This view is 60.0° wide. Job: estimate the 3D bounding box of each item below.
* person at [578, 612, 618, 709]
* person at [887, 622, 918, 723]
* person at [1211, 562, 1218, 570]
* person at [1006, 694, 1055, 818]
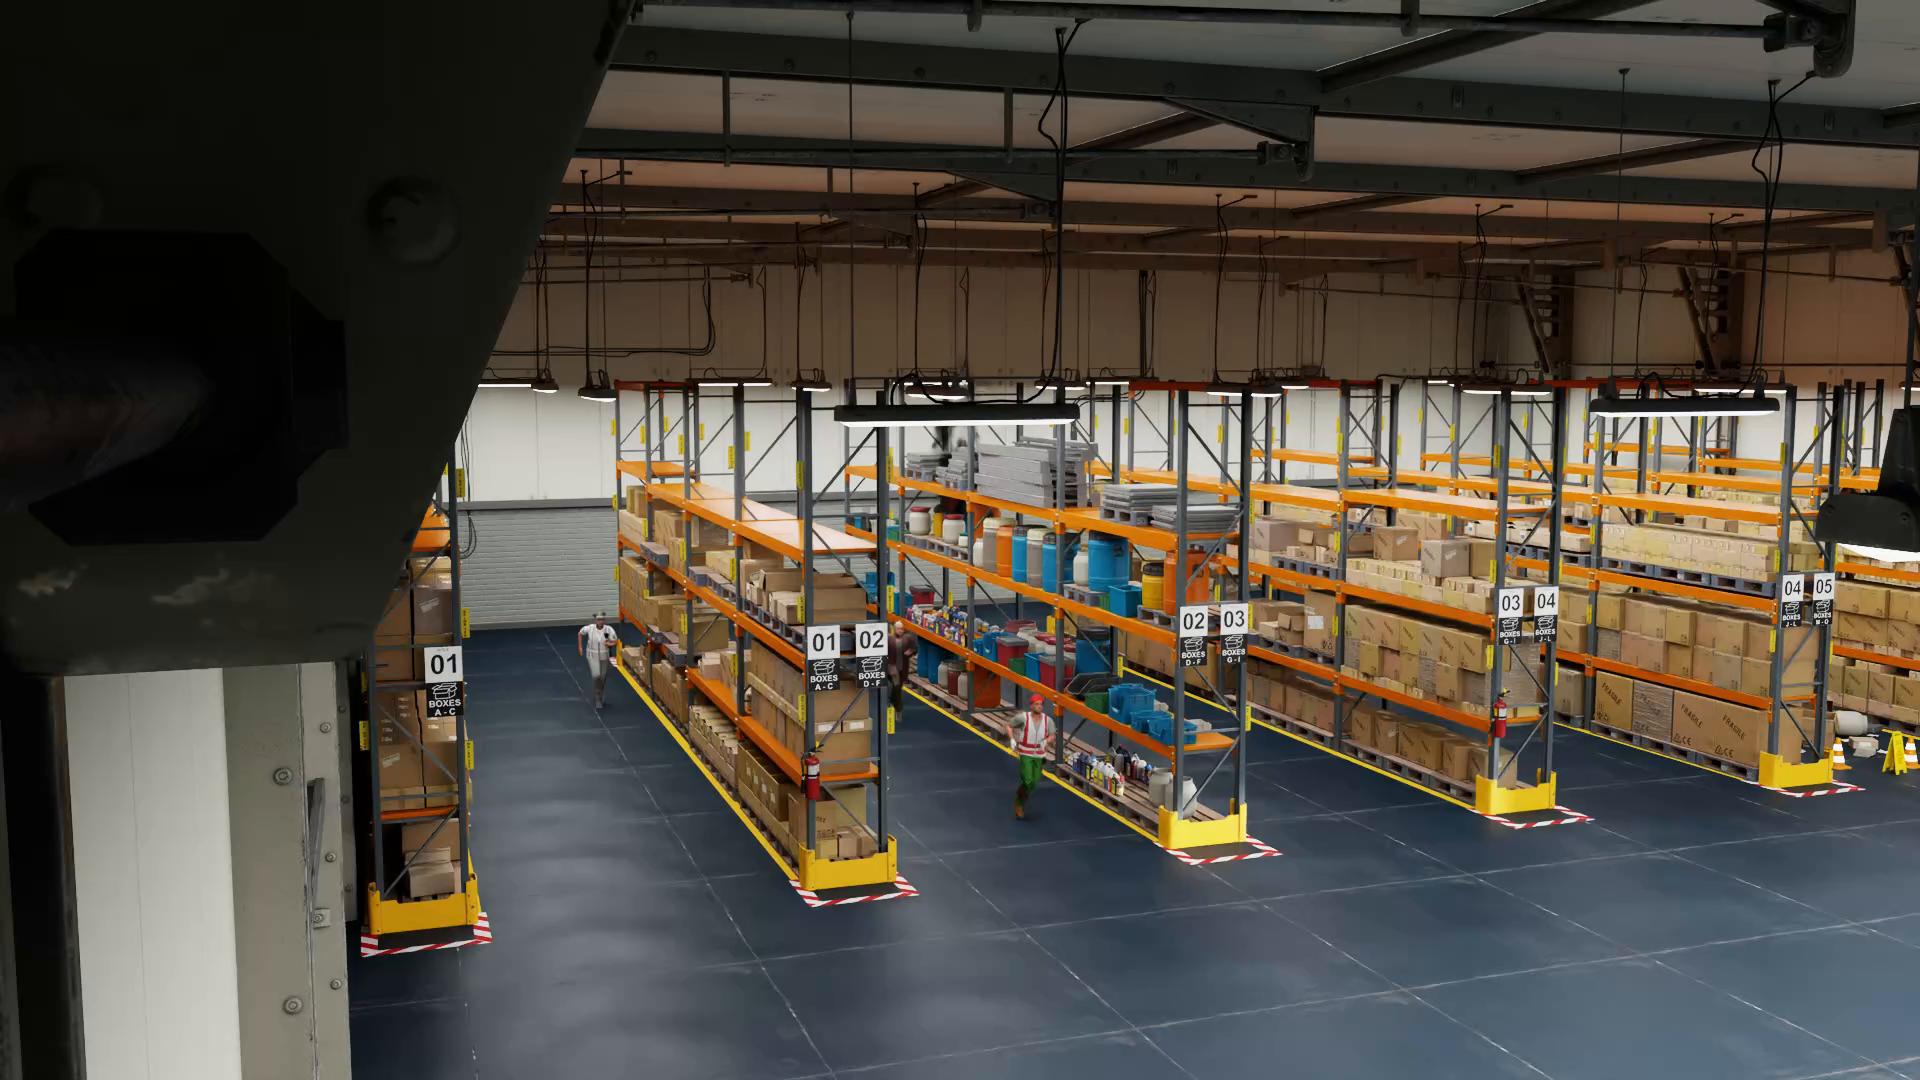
[{"bbox_3d":[-6.697,2.210,30.825,0.686,1.829,0.875,-2,6,-19],"label":"person"},{"bbox_3d":[-1.141,2.320,29.840,0.701,1.802,1.046,-2,6,-18],"label":"person"},{"bbox_3d":[6.092,1.263,40.315,0.638,1.620,0.509,2,6,19],"label":"person"},{"bbox_3d":[1.017,3.003,23.181,0.645,1.745,0.637,-2,6,-19],"label":"person"}]
